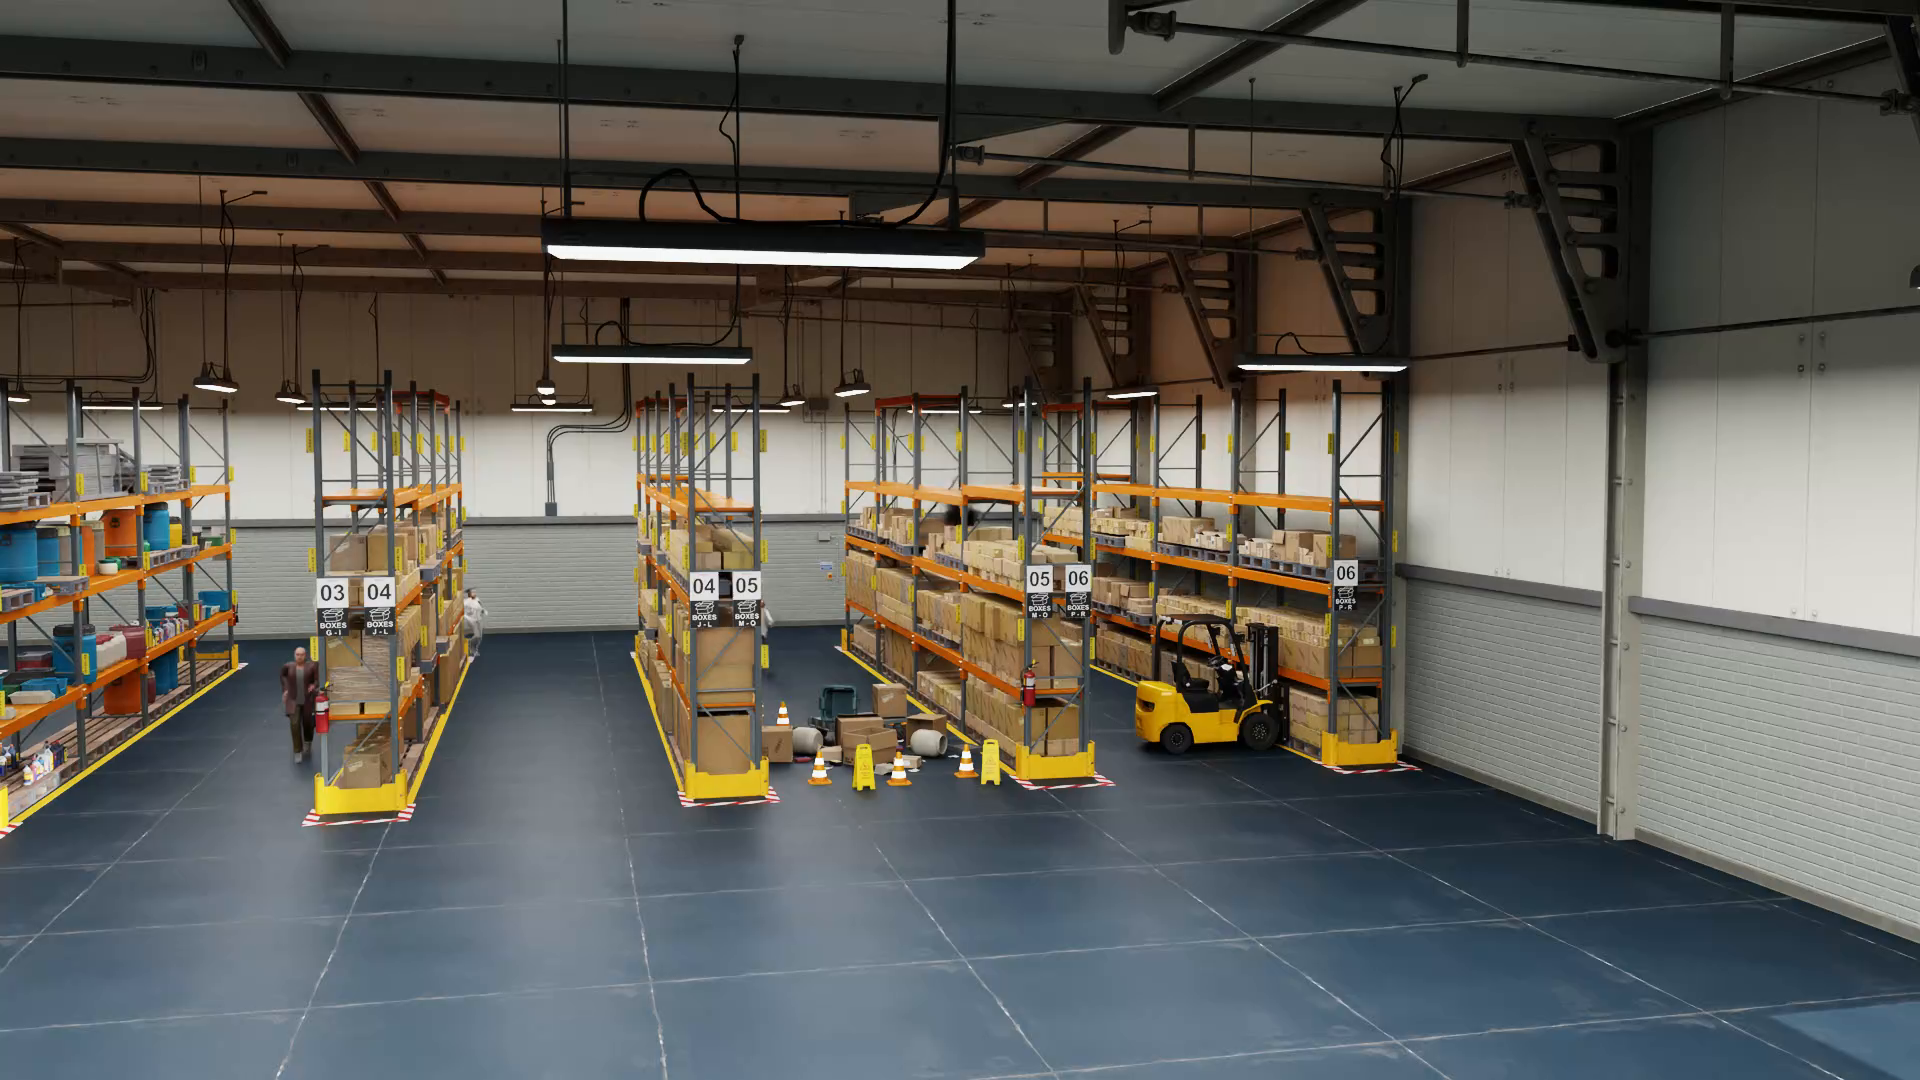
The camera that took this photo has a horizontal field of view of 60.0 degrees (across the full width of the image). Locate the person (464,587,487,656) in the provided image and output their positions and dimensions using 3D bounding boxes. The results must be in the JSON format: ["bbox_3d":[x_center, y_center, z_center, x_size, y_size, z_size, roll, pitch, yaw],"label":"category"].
[{"bbox_3d":[-11.425,1.920,39.187,0.554,1.656,0.629,2,4,32],"label":"person"}]

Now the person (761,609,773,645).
[{"bbox_3d":[-4.433,2.215,36.876,0.514,1.368,0.972,-1,4,-22],"label":"person"}]

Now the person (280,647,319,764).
[{"bbox_3d":[-10.470,2.585,26.468,0.662,1.792,1.050,-1,3,-19],"label":"person"}]
